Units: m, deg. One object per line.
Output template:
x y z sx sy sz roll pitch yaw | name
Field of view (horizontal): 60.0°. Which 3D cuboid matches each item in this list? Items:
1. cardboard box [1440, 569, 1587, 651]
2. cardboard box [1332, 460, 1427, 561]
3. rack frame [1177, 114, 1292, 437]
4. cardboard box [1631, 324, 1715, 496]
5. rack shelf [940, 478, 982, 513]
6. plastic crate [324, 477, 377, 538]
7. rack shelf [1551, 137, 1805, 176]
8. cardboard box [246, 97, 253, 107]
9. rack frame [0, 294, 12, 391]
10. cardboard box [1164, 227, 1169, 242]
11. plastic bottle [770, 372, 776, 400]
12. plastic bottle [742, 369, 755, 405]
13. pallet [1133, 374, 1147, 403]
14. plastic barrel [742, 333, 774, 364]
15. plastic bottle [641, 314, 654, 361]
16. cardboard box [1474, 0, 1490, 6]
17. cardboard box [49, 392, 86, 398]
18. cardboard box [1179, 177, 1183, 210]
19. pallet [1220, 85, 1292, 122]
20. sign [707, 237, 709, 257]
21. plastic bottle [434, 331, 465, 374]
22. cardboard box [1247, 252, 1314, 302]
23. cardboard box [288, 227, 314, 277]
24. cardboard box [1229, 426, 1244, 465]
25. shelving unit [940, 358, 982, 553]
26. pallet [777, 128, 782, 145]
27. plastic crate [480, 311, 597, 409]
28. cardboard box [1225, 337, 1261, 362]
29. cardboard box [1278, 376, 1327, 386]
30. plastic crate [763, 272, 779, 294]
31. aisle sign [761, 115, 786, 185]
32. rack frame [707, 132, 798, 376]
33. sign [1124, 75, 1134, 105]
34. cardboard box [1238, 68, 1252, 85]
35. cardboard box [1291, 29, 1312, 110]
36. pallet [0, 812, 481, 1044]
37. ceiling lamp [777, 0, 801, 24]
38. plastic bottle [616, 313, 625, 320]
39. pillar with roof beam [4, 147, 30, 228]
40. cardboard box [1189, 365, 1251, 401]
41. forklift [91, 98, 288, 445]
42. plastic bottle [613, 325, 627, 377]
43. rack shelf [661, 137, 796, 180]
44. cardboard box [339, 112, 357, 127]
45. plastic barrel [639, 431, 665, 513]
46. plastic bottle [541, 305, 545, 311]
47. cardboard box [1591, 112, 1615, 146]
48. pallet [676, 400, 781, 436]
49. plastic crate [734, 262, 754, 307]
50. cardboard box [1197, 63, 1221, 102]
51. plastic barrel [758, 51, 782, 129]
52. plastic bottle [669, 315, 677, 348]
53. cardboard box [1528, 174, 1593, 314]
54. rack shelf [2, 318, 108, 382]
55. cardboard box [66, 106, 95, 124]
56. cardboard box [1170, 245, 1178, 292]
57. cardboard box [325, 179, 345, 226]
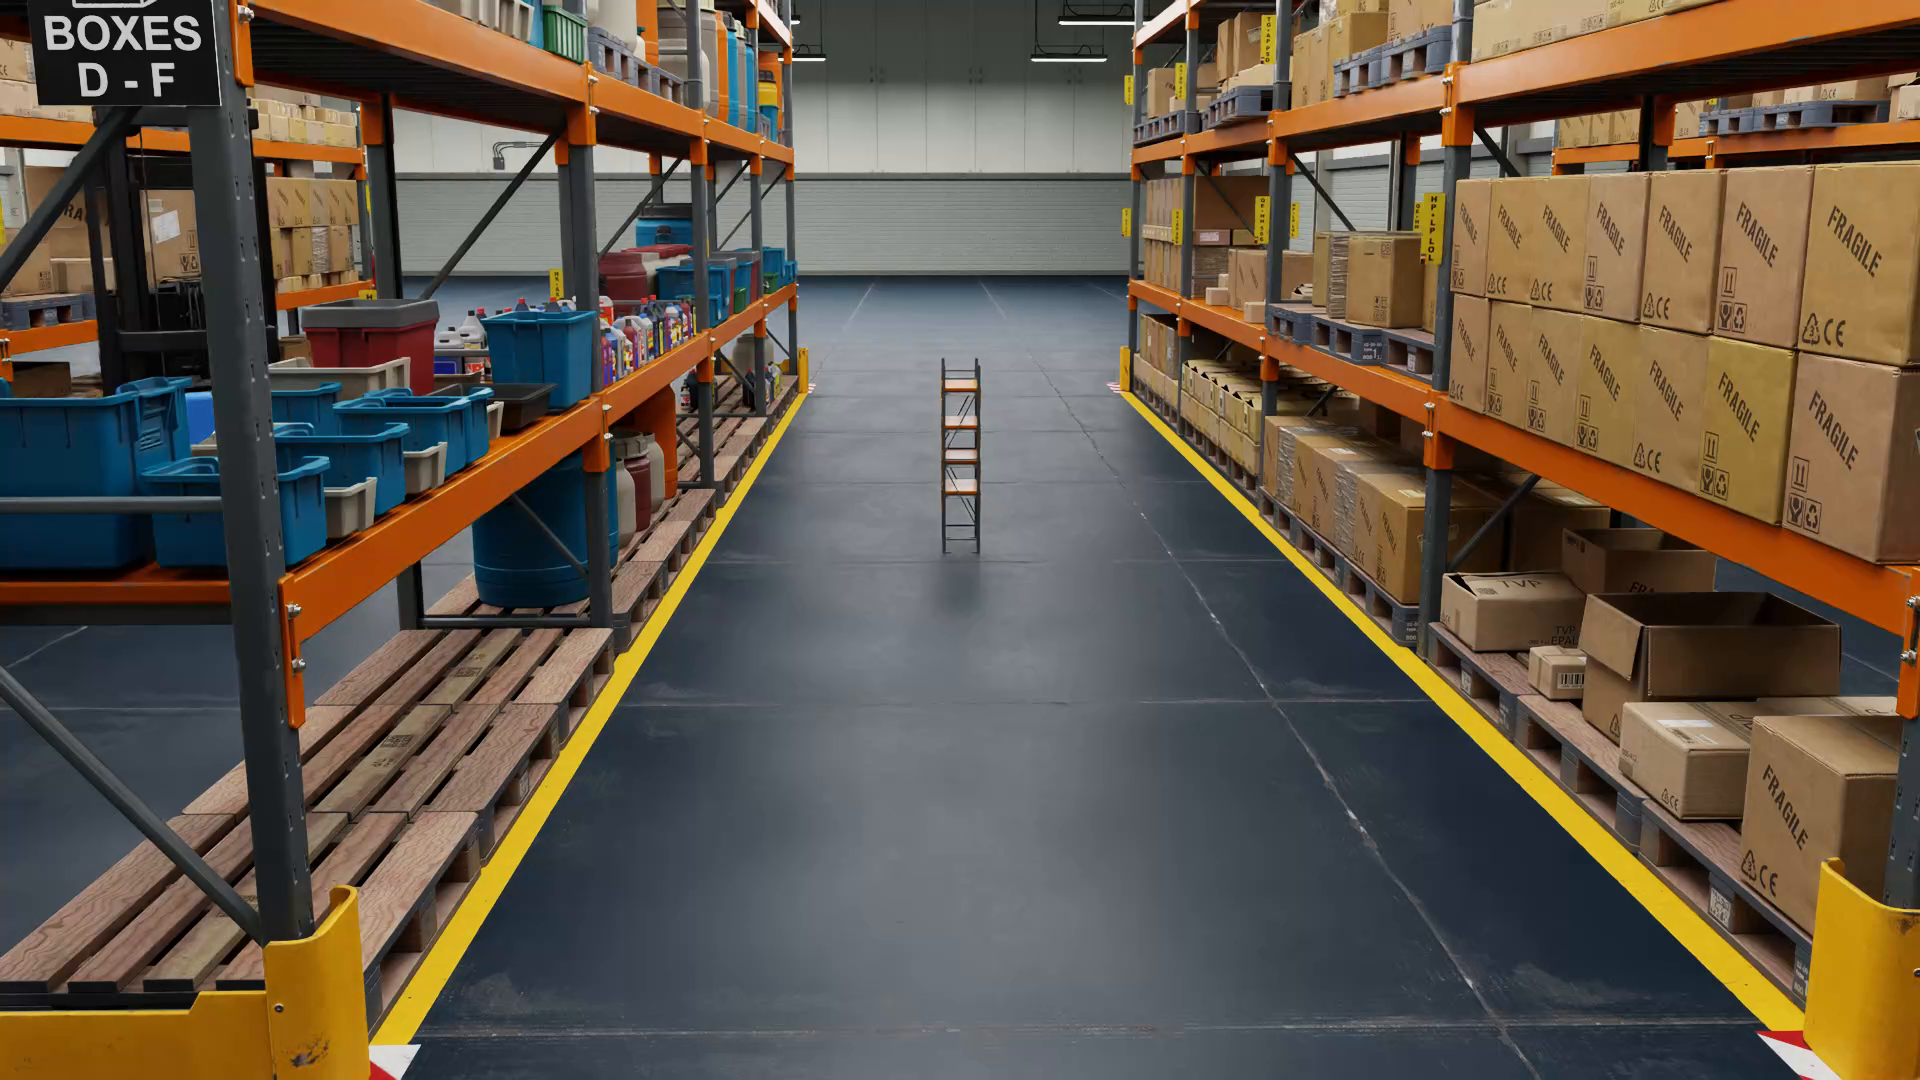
2.553 0.299 7.696 0.500 0.311 0.500 0 11 -1 | cardboard box
2.452 -0.173 9.547 0.500 0.500 0.500 0 11 0 | cardboard box
2.595 -2.478 15.727 1.000 3.000 0.127 0 11 -1 | rack frame
2.542 -0.431 5.390 0.500 0.500 0.500 0 11 -1 | cardboard box
0.003 -0.295 10.830 0.258 0.148 0.480 0 11 -1 | rack shelf
-1.709 -0.087 4.457 0.250 0.136 0.298 0 11 -1 | plastic crate
7.506 -4.014 17.564 1.077 0.370 4.000 0 11 -1 | rack shelf
-7.066 -4.202 16.059 0.380 0.149 0.250 0 11 -1 | cardboard box
-7.227 -1.643 11.611 1.000 3.000 0.127 0 11 -1 | rack frame
2.342 -3.203 17.419 0.380 0.149 0.250 0 11 1 | cardboard box
-1.925 -1.575 17.004 0.061 0.283 0.133 0 11 1 | plastic bottle
-2.103 -1.537 16.647 0.144 0.351 0.185 0 11 -1 | plastic bottle
2.570 -1.754 19.175 1.003 0.211 1.213 0 11 -1 | pallet
-2.350 -2.109 19.112 0.421 0.512 0.421 0 11 0 | plastic barrel
-1.822 -1.171 9.610 0.097 0.271 0.097 0 11 0 | plastic bottle
2.522 -2.431 7.074 0.500 0.250 0.500 0 11 -1 | cardboard box
-7.285 -0.876 13.015 0.700 0.500 0.500 -1 12 -6 | cardboard box
2.568 -3.351 16.518 0.700 0.500 0.500 0 11 -1 | cardboard box
2.574 -3.194 12.192 1.213 0.211 1.003 0 11 1 | pallet
-2.990 -3.387 19.515 0.100 0.325 0.005 0 11 -1 | sign
-2.523 -0.884 8.184 0.152 0.276 0.135 0 11 -1 | plastic bottle
2.627 -2.065 13.442 0.500 0.500 0.500 -1 11 -4 | cardboard box
-7.312 -3.020 17.402 0.875 0.500 0.500 0 11 -1 | cardboard box
2.409 -0.747 13.055 0.500 0.250 0.500 0 11 -2 | cardboard box
0.003 -0.555 10.778 0.258 1.200 0.503 0 11 -1 | shelving unit
-2.521 -4.466 18.458 1.003 0.211 1.213 0 11 -1 | pallet
-1.842 -0.798 7.337 0.392 0.384 0.575 0 11 -1 | plastic crate
2.898 -1.797 16.345 0.500 0.500 0.500 0 11 -1 | cardboard box
2.922 -1.229 14.021 0.500 0.311 0.500 0 11 -2 | cardboard box
-2.103 -2.625 16.987 0.450 0.188 0.662 0 11 -1 | plastic crate
-2.145 -4.543 19.368 0.394 0.787 0.004 0 11 -1 | aisle sign
-2.440 -3.253 19.550 1.000 3.000 0.127 0 11 -1 | rack frame
1.957 -5.209 19.248 0.100 0.325 0.005 0 11 -1 | sign
2.573 -3.700 13.527 0.500 0.250 0.500 -1 12 -6 | cardboard box
2.720 -3.115 11.073 0.910 0.500 0.500 0 11 -1 | cardboard box
-2.088 1.130 4.959 1.003 0.211 1.213 0 11 -1 | pallet
-4.306 -12.293 34.339 2.000 3.185 0.800 0 11 -1 | ceiling lamp
-1.968 -1.190 9.702 0.097 0.271 0.097 0 11 0 | plastic bottle
-19.341 -10.757 41.451 9.100 9.000 0.548 0 11 -1 | pillar with roof beam
2.359 -1.428 15.002 0.500 0.311 0.500 0 11 -2 | cardboard box
-5.179 -1.543 11.291 1.130 2.935 3.031 -5 12 -23 | forklift
-1.803 -0.994 8.739 0.097 0.271 0.097 0 11 0 | plastic bottle
-2.399 -3.973 17.363 1.077 0.370 4.000 0 11 -1 | rack shelf
-7.074 -4.771 18.861 0.380 0.149 0.250 0 11 -1 | cardboard box
-2.147 -0.440 10.886 0.421 0.512 0.421 0 11 0 | plastic barrel
-2.597 -1.325 10.369 0.097 0.271 0.097 0 11 0 | plastic bottle
7.212 -4.545 18.072 0.500 0.500 0.500 0 11 1 | cardboard box
-2.330 -1.225 16.567 1.003 0.211 1.213 0 11 -1 | pallet
-2.024 -2.232 14.558 0.392 0.384 0.575 0 11 -1 | plastic crate
2.687 -4.601 16.979 0.797 0.503 0.637 1 12 5 | cardboard box
-2.303 -5.043 18.694 0.600 0.830 0.708 0 11 -1 | plastic barrel
-1.841 -1.321 10.527 0.097 0.201 0.097 0 11 0 | plastic bottle
2.510 -1.127 6.303 0.500 0.500 0.500 -1 11 -3 | cardboard box
-7.268 -1.688 13.642 1.077 0.370 4.000 0 11 -1 | rack shelf
-7.012 -3.338 12.800 0.500 0.250 0.500 0 11 0 | cardboard box
2.556 -2.819 17.160 0.700 0.500 0.500 0 11 0 | cardboard box
-7.118 -3.710 18.287 0.500 0.500 0.500 0 11 -1 | cardboard box
